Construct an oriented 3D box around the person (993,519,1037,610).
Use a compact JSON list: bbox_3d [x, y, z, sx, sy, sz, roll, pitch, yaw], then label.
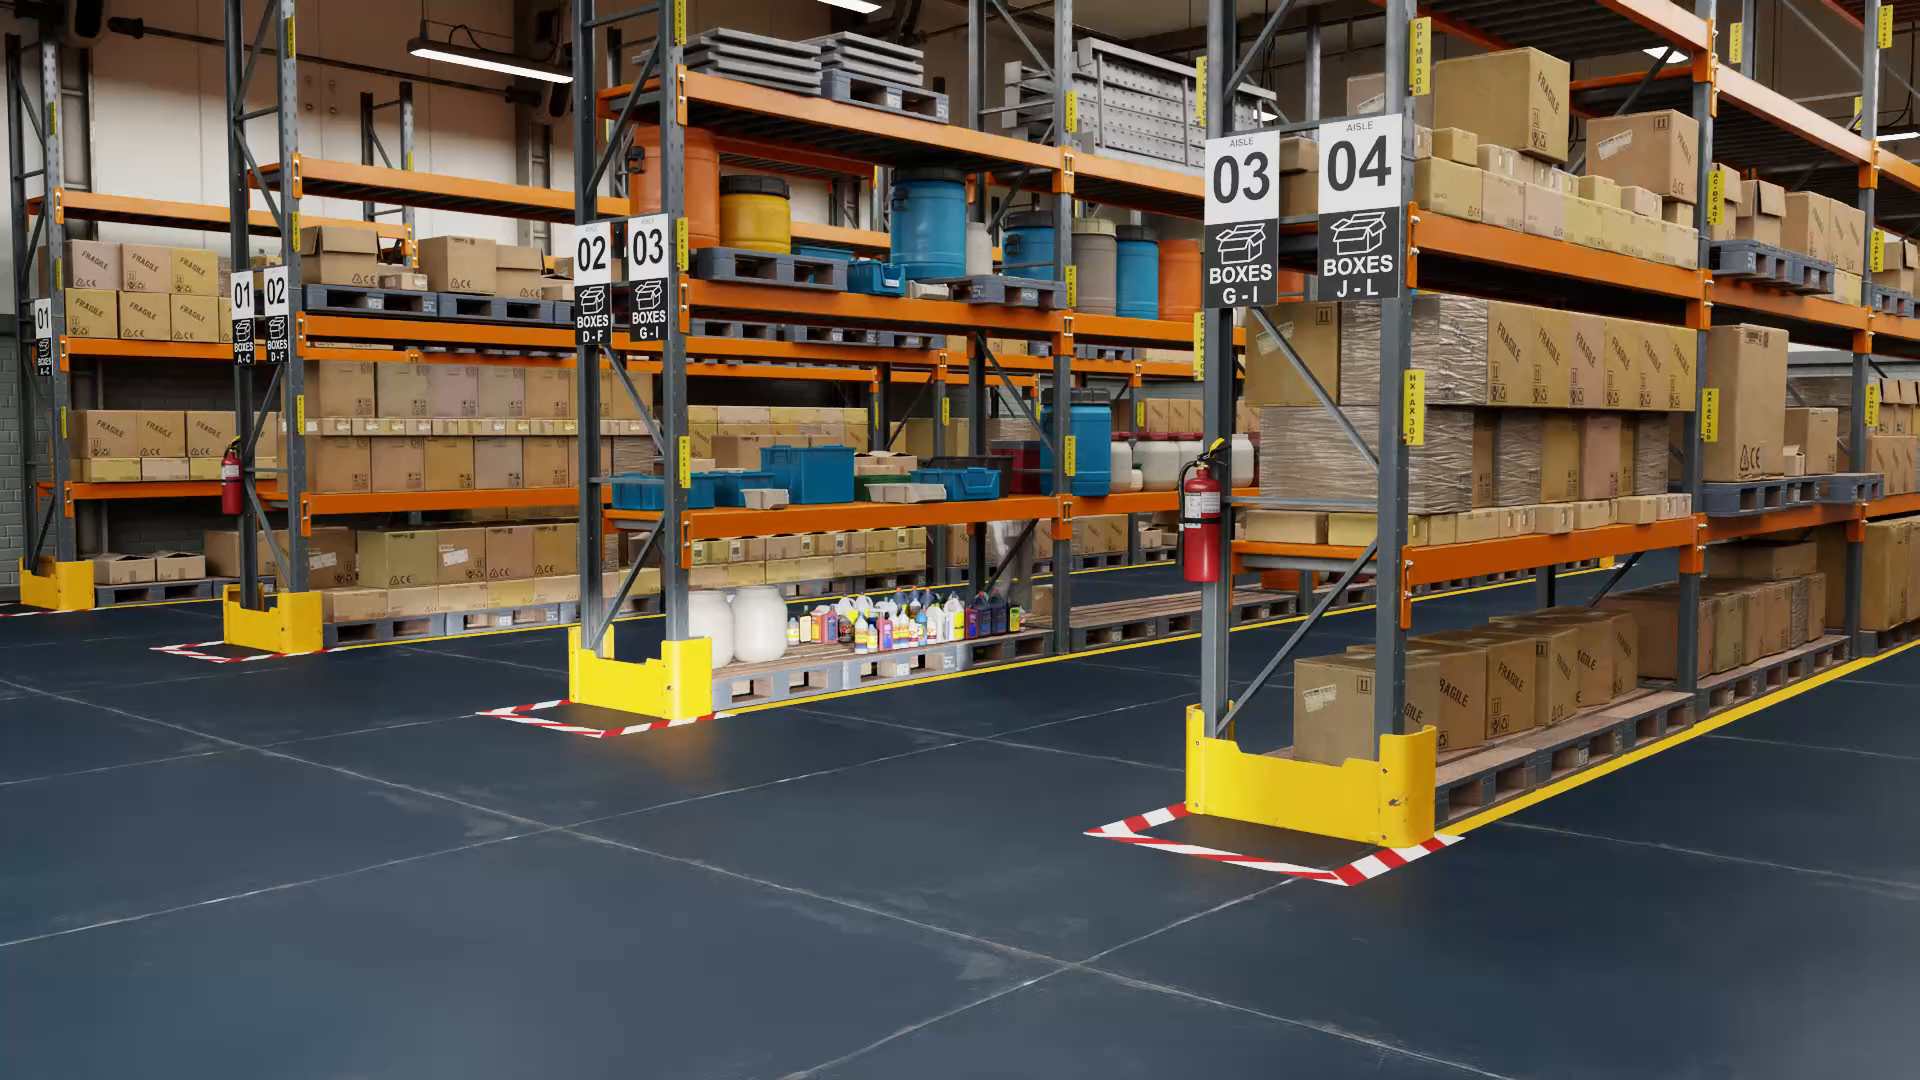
[{"bbox_3d":[0.514,0.020,15.249,0.468,1.674,0.328,-3,5,-38],"label":"person"}]
